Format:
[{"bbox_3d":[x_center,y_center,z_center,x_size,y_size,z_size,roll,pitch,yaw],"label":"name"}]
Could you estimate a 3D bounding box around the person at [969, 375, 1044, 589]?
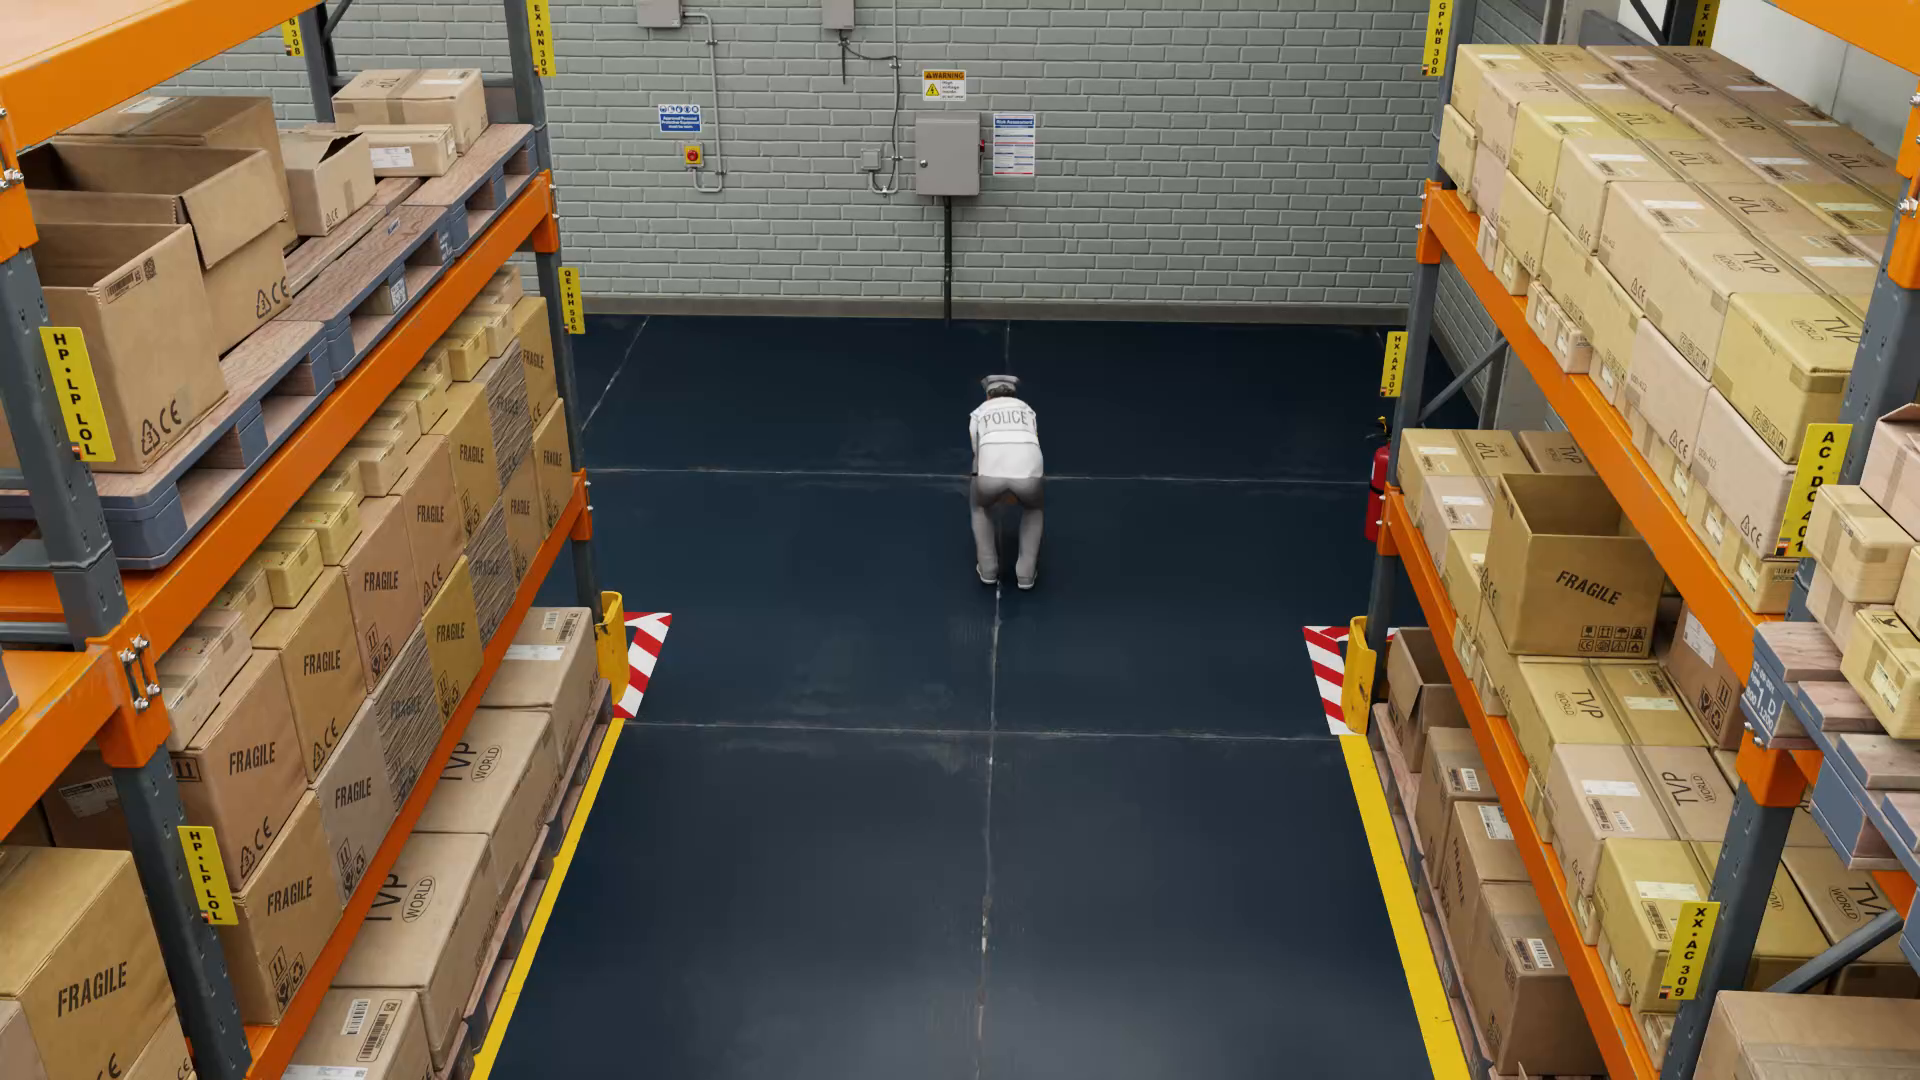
[{"bbox_3d":[0.277,-0.346,9.847,0.441,1.122,0.928,0,28,-1],"label":"person"}]
